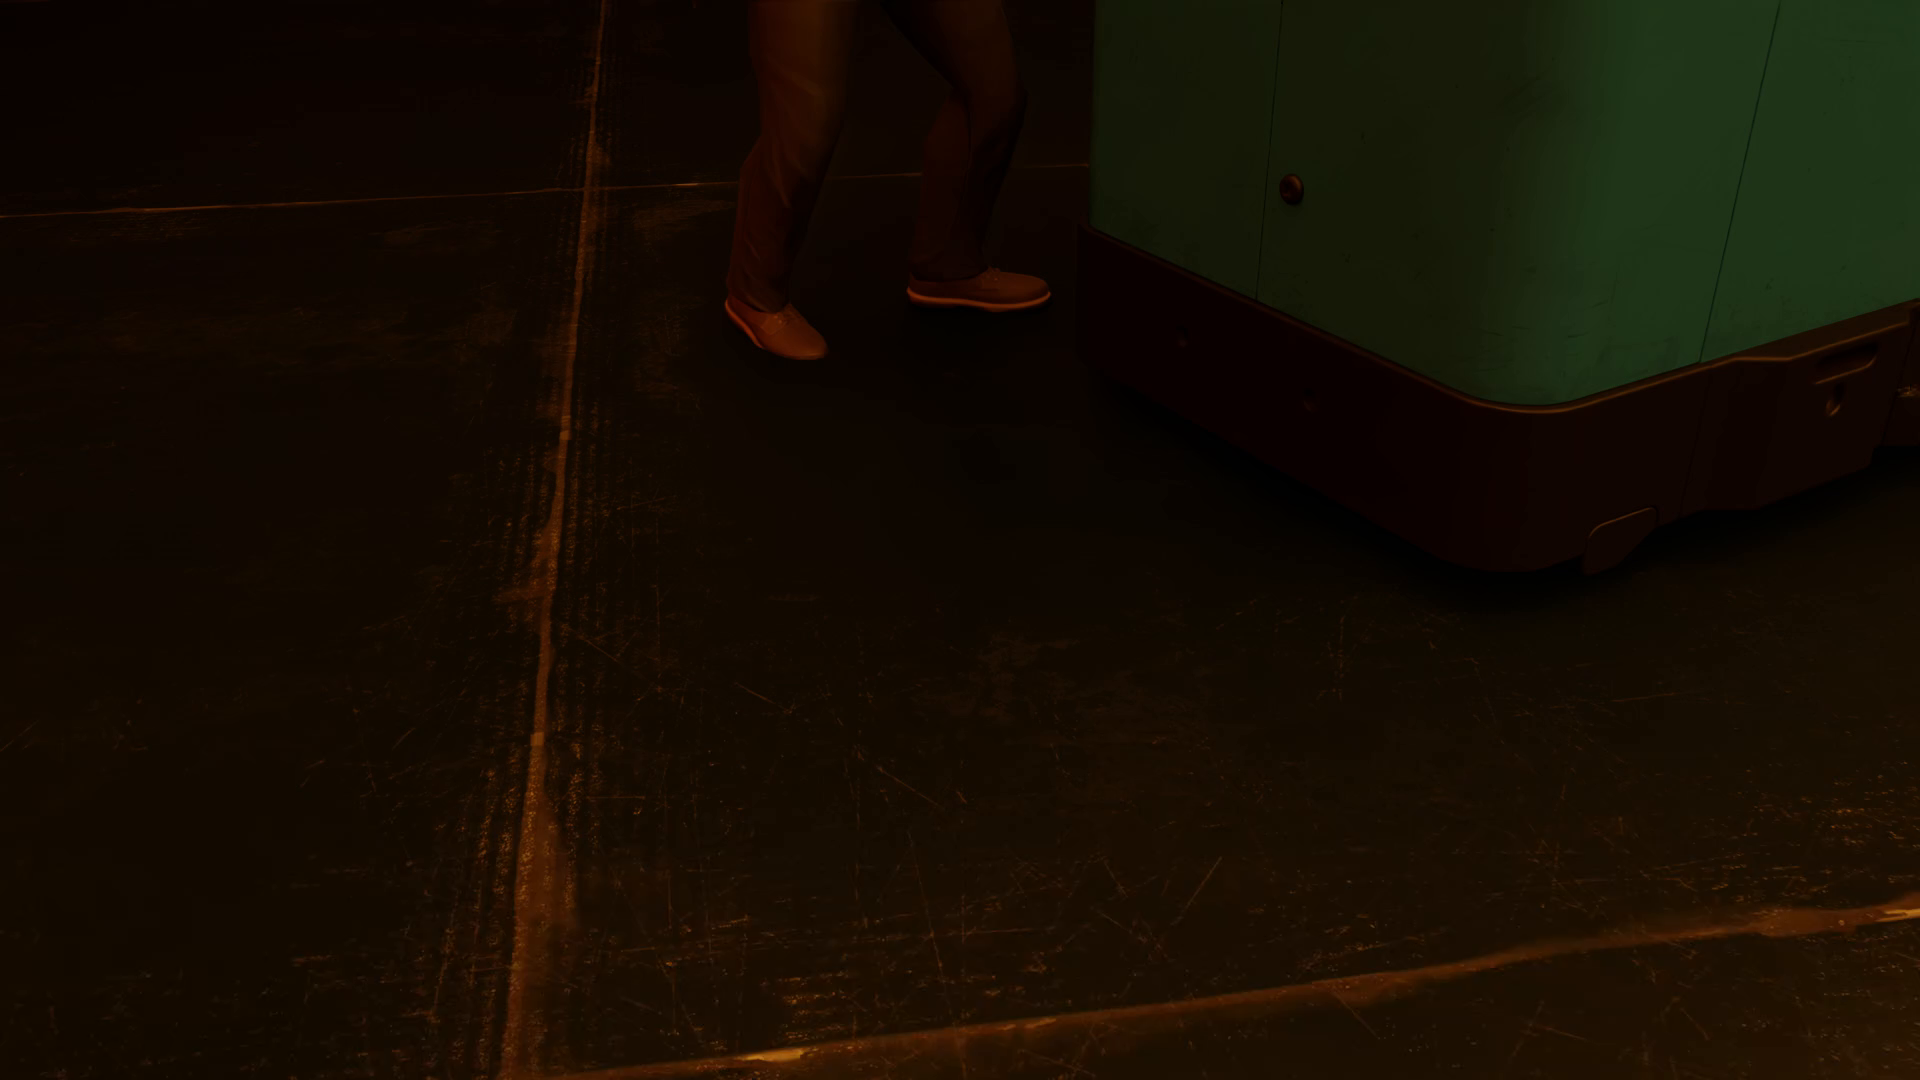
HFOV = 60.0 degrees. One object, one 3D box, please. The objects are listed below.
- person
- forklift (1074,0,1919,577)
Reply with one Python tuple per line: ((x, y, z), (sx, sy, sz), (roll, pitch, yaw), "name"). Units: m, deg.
((-0.197, -1.105, 2.907), (0.812, 1.628, 0.414), (-19, 33, -31), "person")
((1.731, -1.746, 2.663), (3.031, 2.935, 1.130), (-16, 32, -27), "forklift")
